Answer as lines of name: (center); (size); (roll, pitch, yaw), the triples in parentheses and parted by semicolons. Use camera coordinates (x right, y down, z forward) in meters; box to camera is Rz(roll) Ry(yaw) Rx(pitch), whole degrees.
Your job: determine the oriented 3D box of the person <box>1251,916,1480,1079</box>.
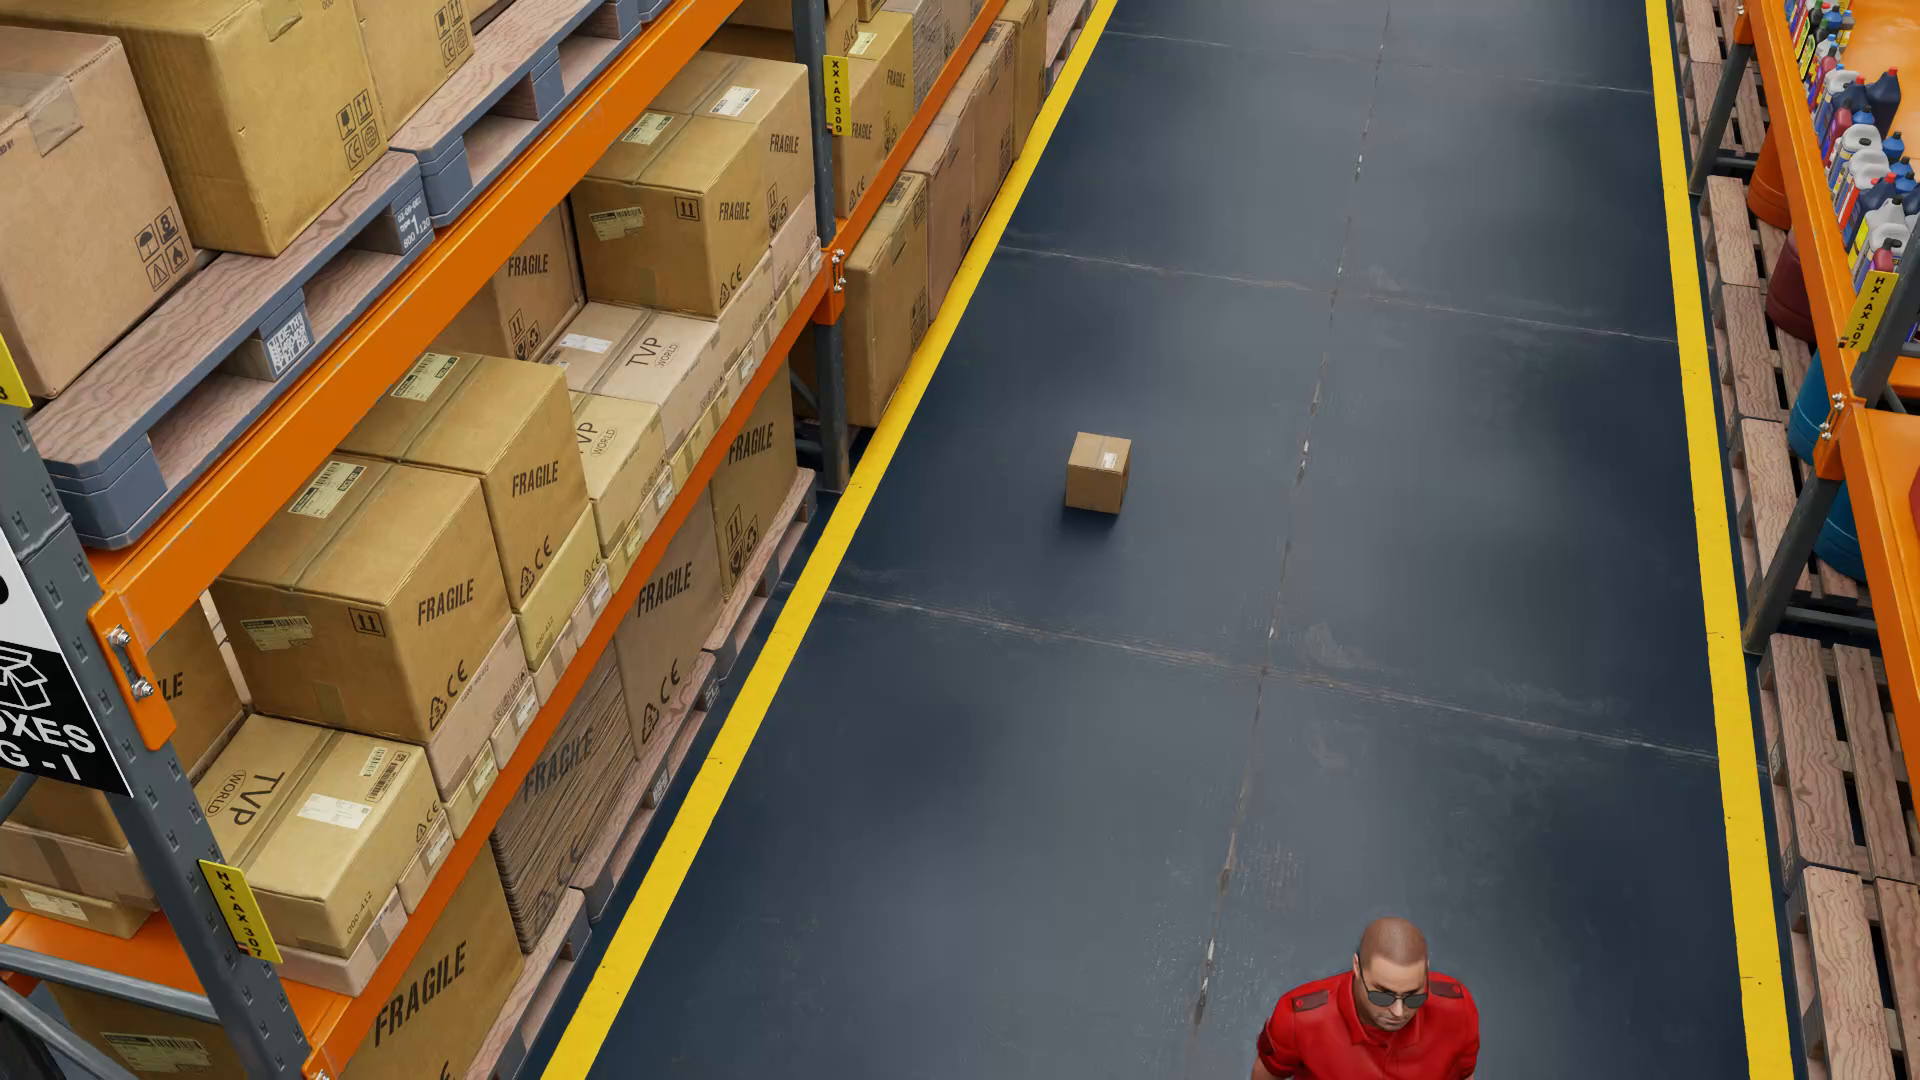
person: (1.033, 1.563, 4.353); (0.532, 1.677, 1.015); (-7, 41, -8)
